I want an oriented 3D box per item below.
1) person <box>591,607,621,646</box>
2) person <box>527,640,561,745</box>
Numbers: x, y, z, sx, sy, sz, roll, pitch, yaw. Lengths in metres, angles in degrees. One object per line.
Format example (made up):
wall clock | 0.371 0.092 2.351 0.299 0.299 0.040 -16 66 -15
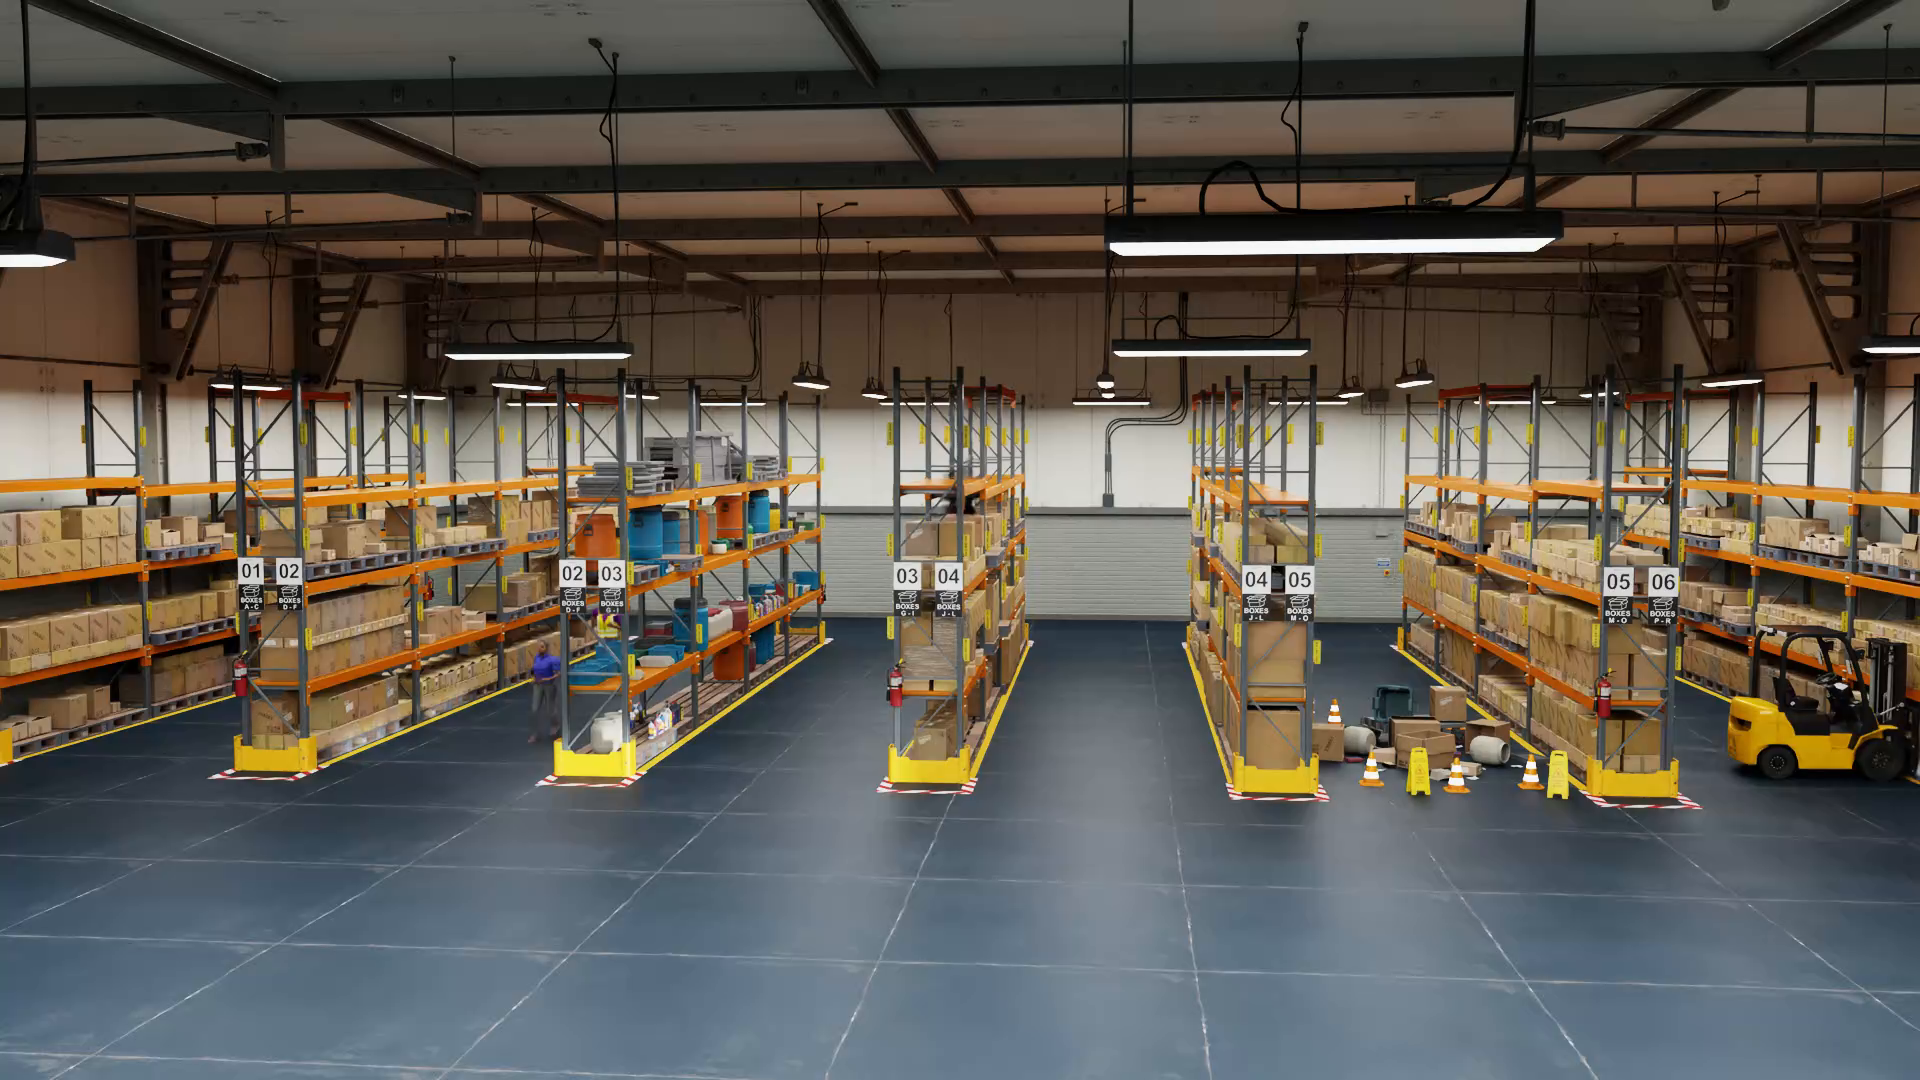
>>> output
person | -7.216 2.019 34.008 0.729 1.789 0.839 0 4 1
person | -6.788 2.483 27.351 0.588 1.701 0.797 1 4 12
